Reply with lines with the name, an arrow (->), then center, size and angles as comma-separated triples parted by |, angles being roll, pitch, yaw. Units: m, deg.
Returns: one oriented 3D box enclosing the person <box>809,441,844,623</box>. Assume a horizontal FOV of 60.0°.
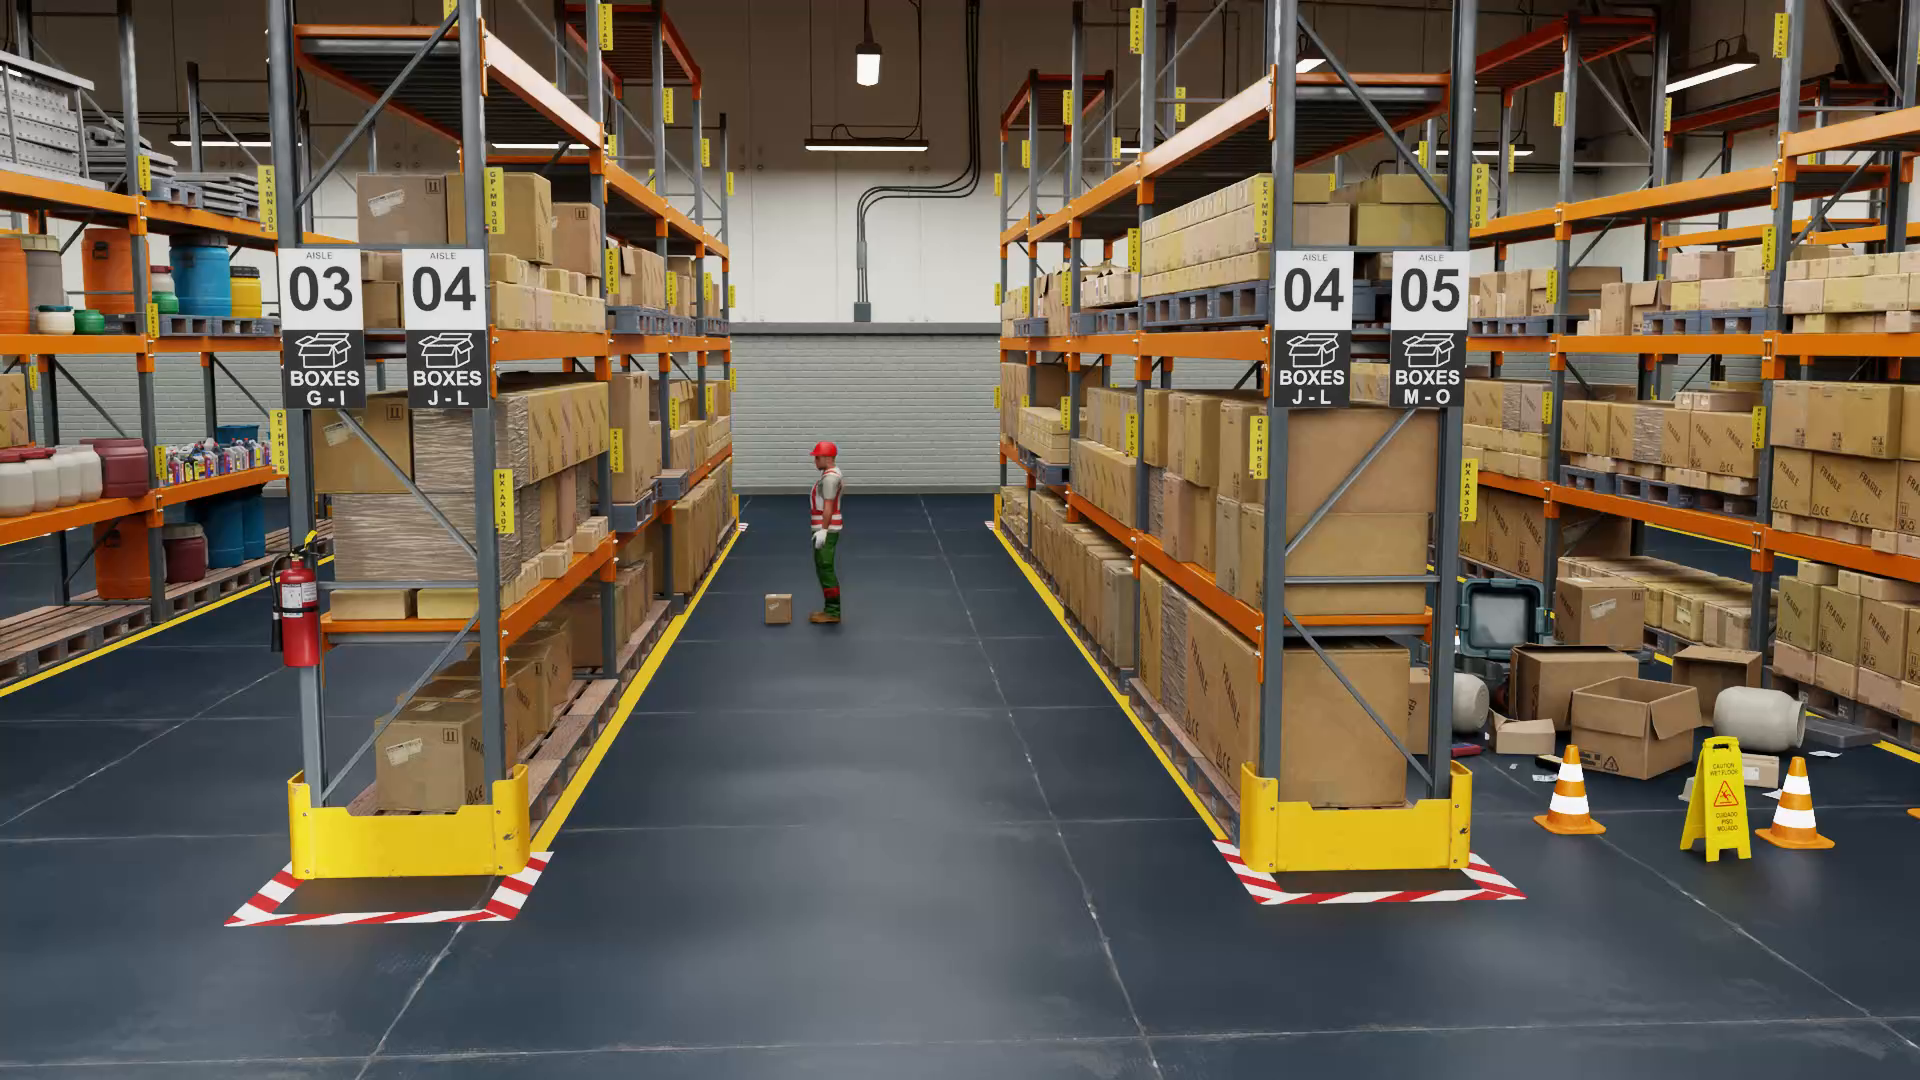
person -> -1.315, -0.083, 16.367 | 0.346, 1.780, 0.527 | 0, 7, -3
